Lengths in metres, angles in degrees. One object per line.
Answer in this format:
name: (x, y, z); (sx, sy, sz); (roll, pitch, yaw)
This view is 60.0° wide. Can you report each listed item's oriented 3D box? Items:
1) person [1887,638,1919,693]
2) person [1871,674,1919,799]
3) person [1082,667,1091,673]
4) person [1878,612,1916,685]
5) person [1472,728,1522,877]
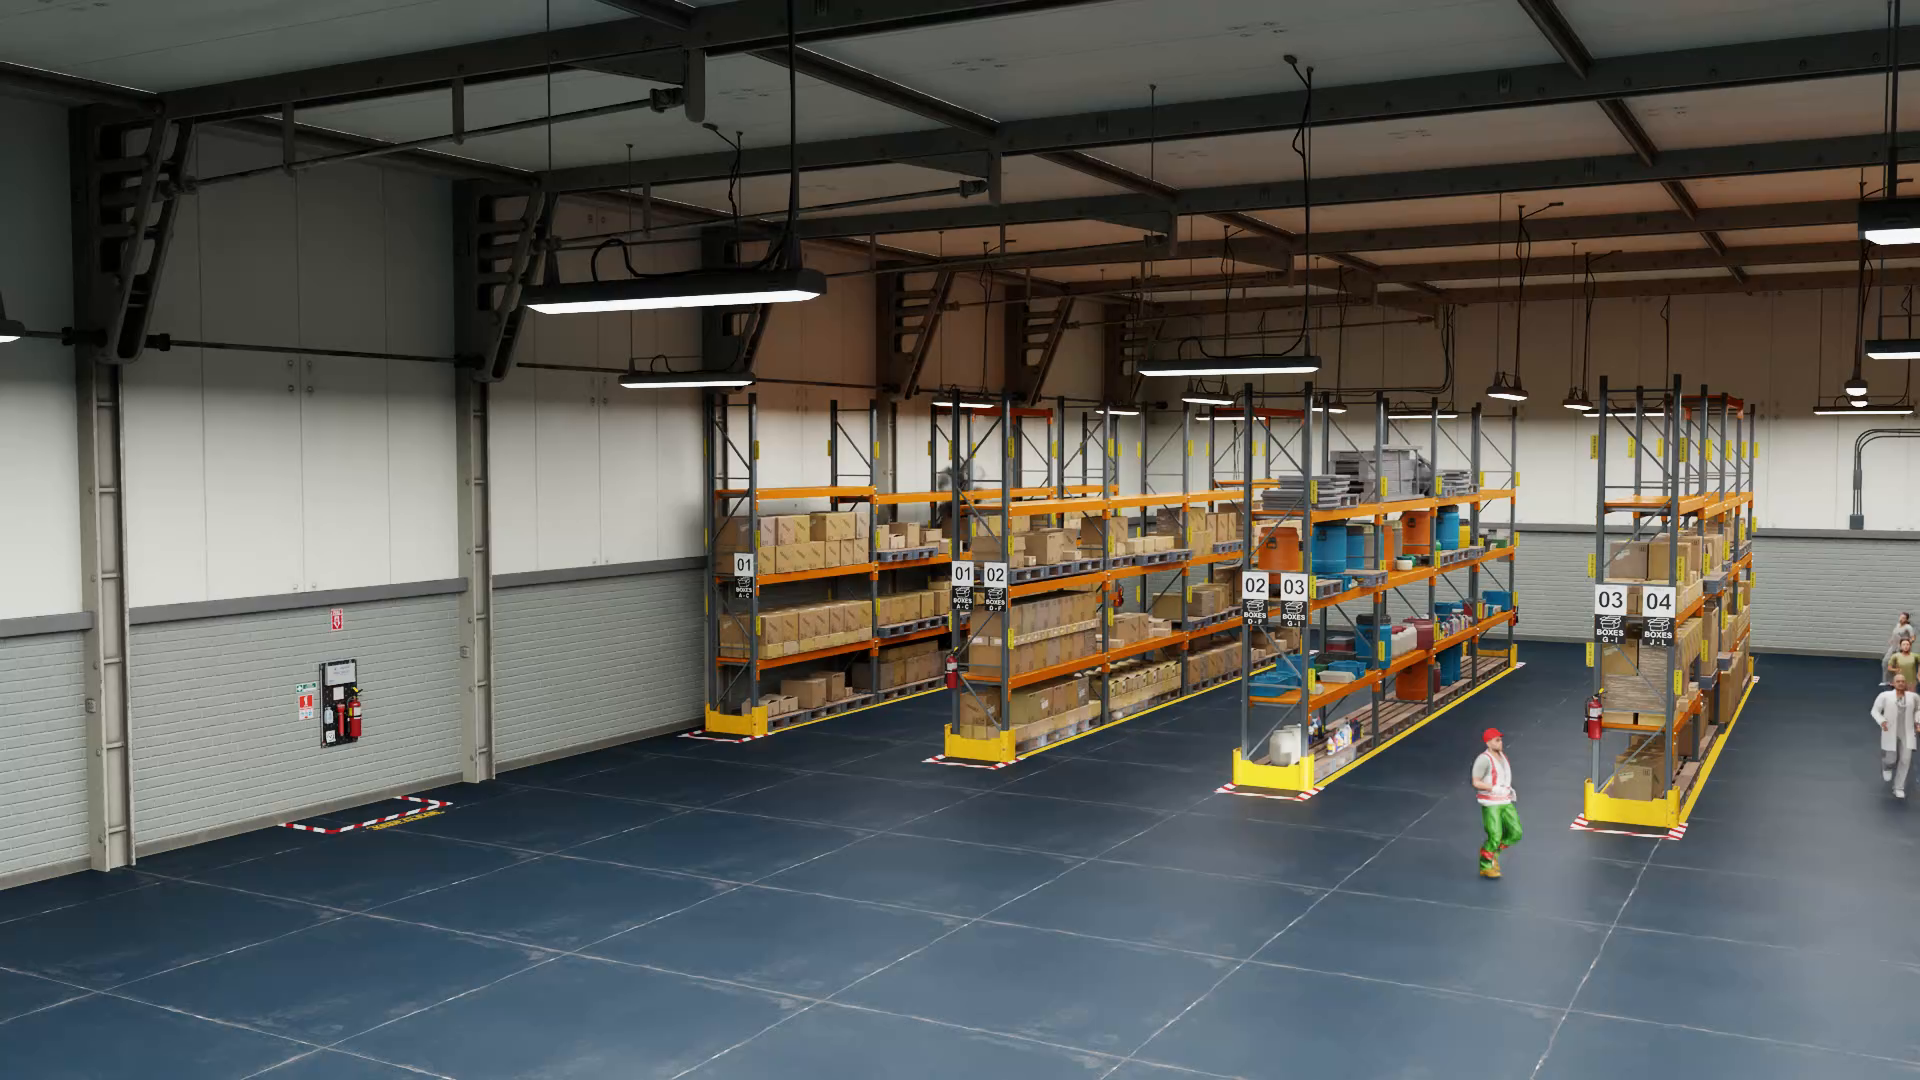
person: (16.634, 2.579, 29.279); (0.567, 1.716, 0.862); (2, 4, 31)
person: (13.648, 2.825, 24.175); (0.709, 1.752, 0.869); (1, 3, 20)
person: (2.629, 2.293, 34.338); (0.578, 1.660, 0.870); (1, 3, 24)
person: (19.987, 2.323, 35.219); (0.708, 1.628, 0.656); (-1, 3, -14)
person: (6.288, 3.068, 19.359); (0.643, 1.741, 0.581); (-2, 4, -31)
